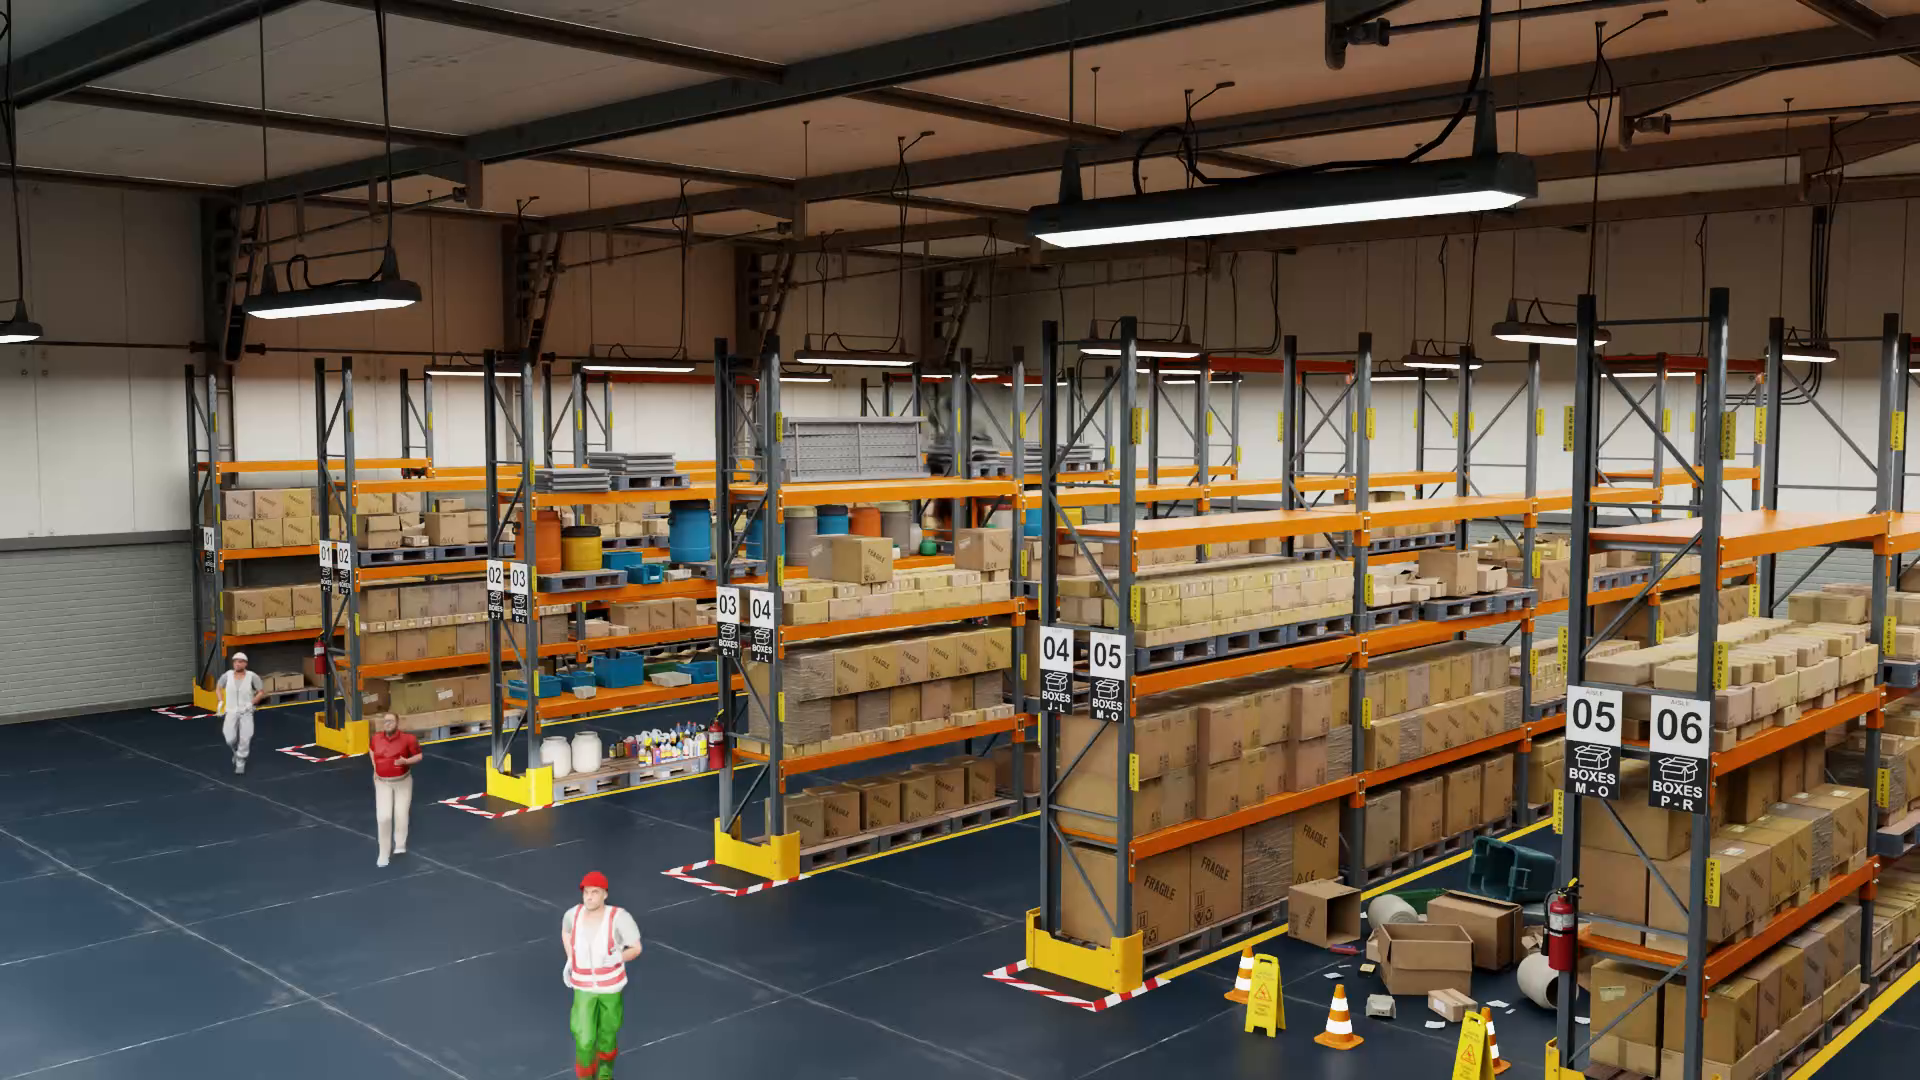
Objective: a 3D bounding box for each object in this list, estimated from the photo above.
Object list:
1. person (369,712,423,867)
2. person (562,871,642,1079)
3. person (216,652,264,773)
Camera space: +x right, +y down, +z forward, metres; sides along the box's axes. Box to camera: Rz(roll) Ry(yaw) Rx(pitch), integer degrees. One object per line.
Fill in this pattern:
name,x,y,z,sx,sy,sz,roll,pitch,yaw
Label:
person,-6.495,2.867,19.131,0.624,1.805,0.777,-1,4,-11
person,-2.652,3.347,12.281,0.615,1.849,0.773,0,4,-5
person,-10.320,2.474,23.824,0.654,1.747,0.548,-1,5,-15
